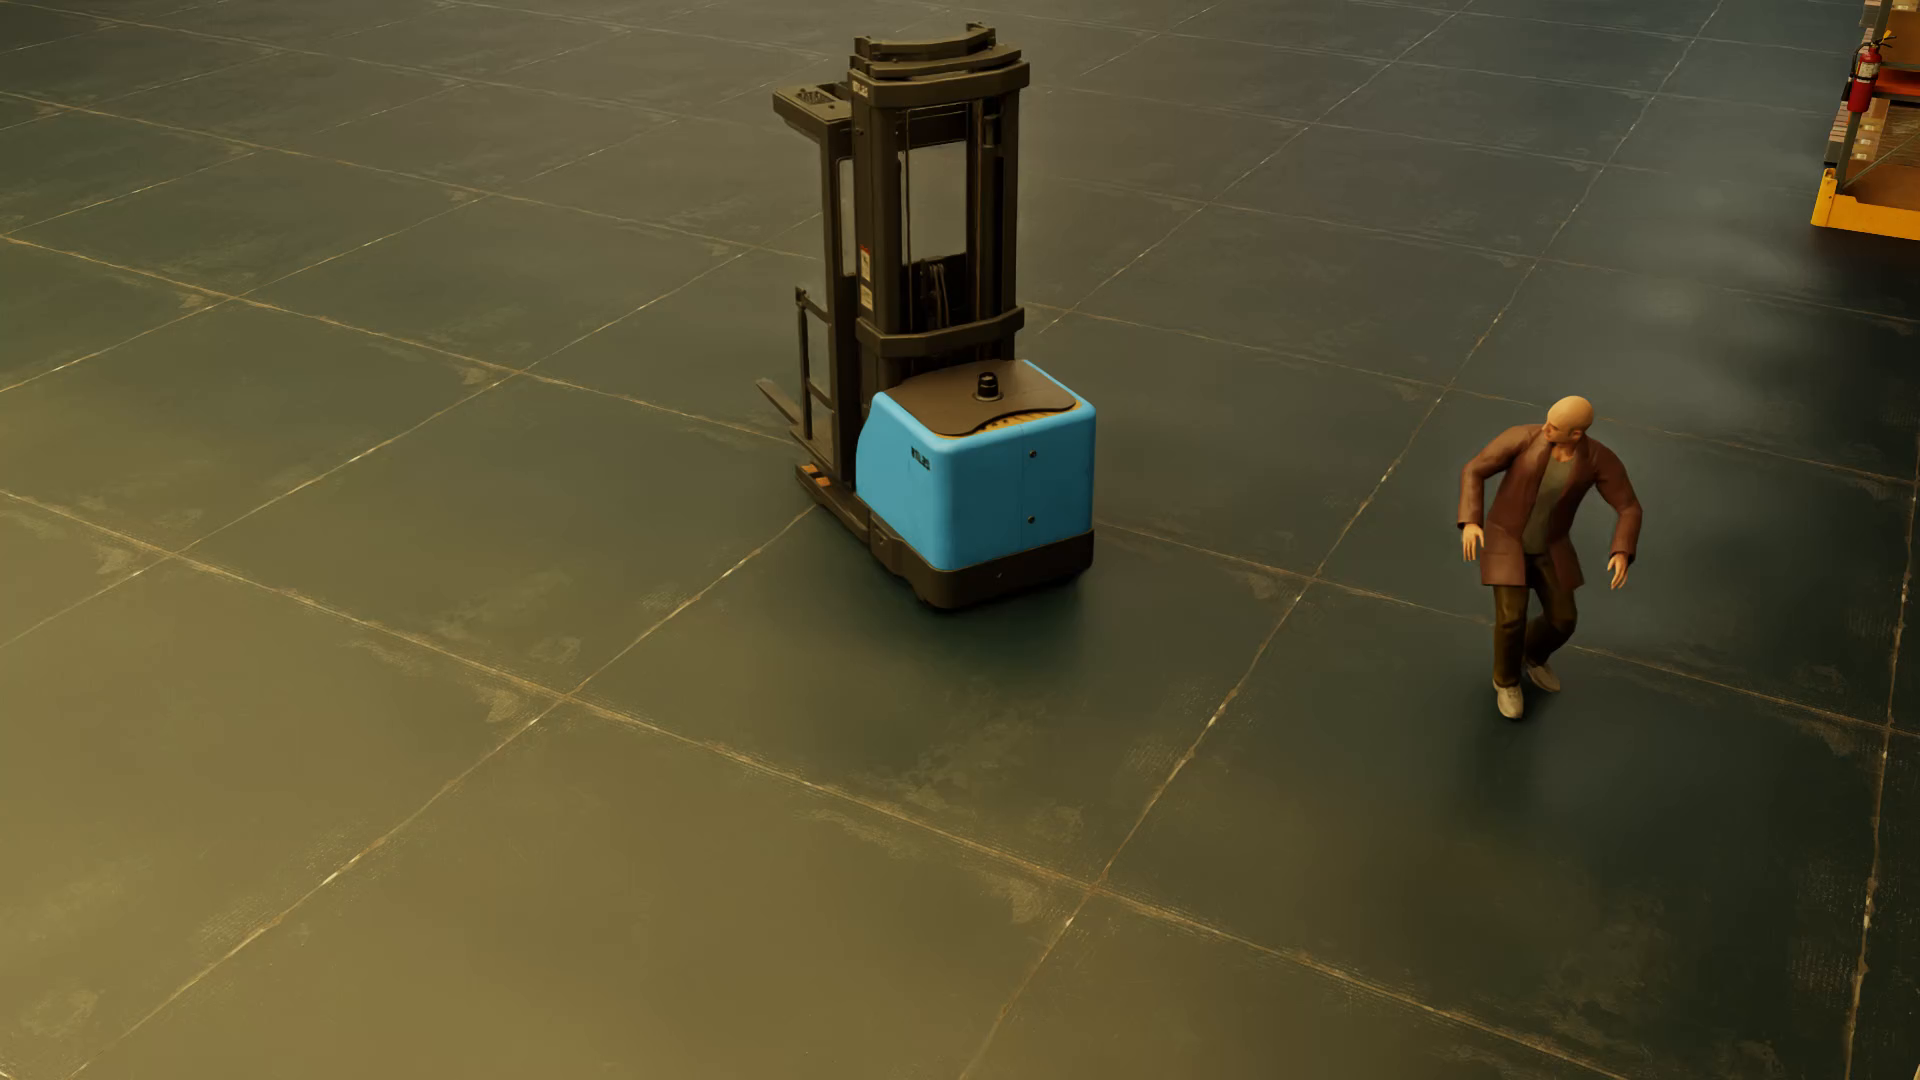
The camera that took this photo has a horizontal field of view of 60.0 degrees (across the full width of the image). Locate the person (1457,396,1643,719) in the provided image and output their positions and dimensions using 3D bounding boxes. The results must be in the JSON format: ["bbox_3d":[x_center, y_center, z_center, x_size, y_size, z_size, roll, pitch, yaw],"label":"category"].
[{"bbox_3d":[2.859,0.092,8.175,0.863,1.691,0.756,1,30,2],"label":"person"}]

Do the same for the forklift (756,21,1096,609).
[{"bbox_3d":[-0.386,-1.596,9.836,1.130,2.935,3.031,-15,33,-25],"label":"forklift"}]
